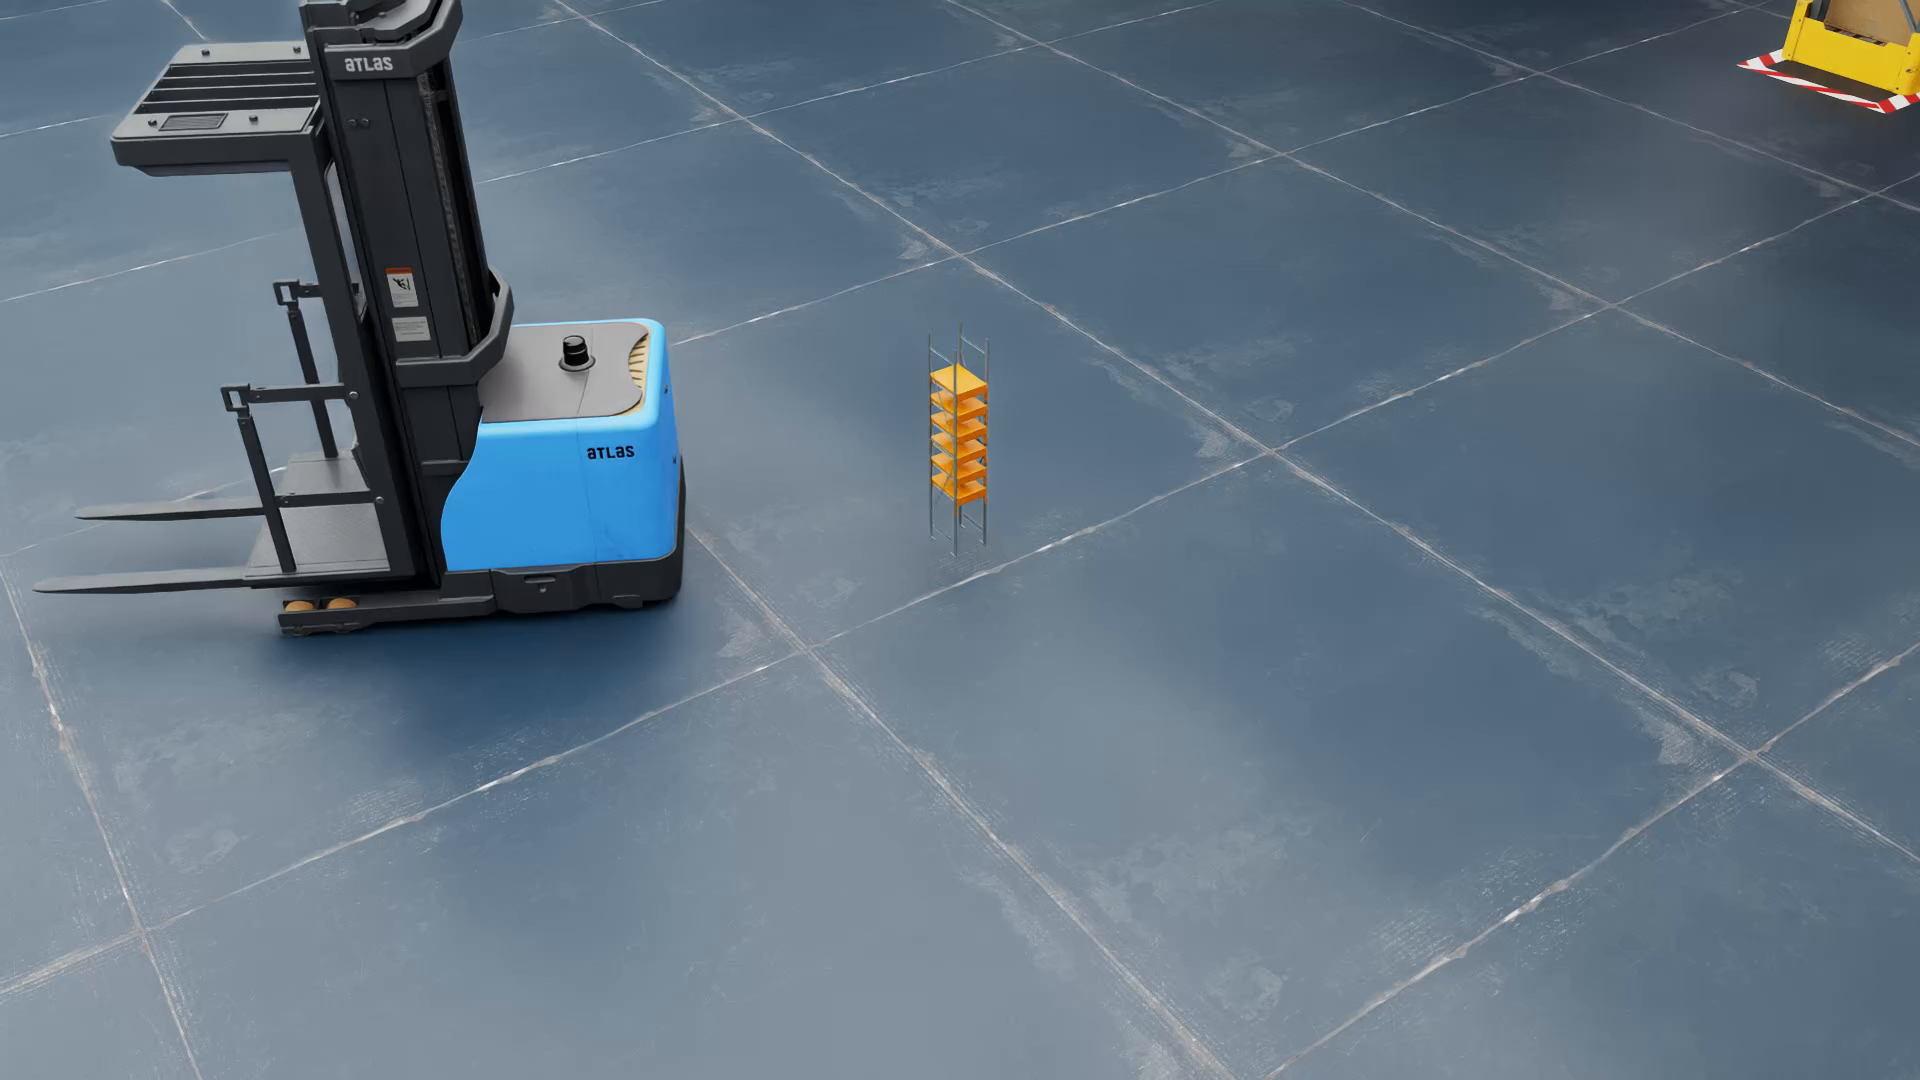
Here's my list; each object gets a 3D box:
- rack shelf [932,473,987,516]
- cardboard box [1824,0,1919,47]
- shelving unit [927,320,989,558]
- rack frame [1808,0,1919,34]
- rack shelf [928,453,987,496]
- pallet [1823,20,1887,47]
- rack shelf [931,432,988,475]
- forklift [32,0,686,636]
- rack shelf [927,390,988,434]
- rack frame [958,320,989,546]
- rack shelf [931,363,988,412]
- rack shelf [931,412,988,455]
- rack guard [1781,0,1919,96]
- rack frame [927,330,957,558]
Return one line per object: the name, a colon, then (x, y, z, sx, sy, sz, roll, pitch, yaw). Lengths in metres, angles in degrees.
rack shelf: (-0.012, -0.251, 8.372, 0.180, 0.103, 0.258, -22, 41, -28)
cardboard box: (8.086, -4.754, 14.065, 0.875, 0.875, 0.875, -22, 41, -28)
shelving unit: (-0.012, -0.482, 8.206, 0.189, 1.200, 0.258, -22, 41, -28)
rack frame: (7.570, -5.187, 13.206, 0.127, 3.000, 1.000, -22, 41, -28)
rack shelf: (-0.012, -0.349, 8.302, 0.180, 0.103, 0.258, -22, 41, -28)
pallet: (8.179, -4.361, 14.446, 1.213, 0.211, 1.003, -22, 41, -28)
rack shelf: (-0.012, -0.446, 8.232, 0.180, 0.103, 0.258, -22, 41, -28)
forklift: (-2.914, -1.059, 7.526, 3.031, 2.935, 1.130, -4, 36, -5)
rack shelf: (-0.012, -0.641, 8.092, 0.180, 0.103, 0.258, -22, 41, -28)
rack frame: (0.063, -0.513, 8.249, 0.006, 1.200, 0.240, -22, 41, -28)
rack shelf: (-0.012, -0.738, 8.022, 0.180, 0.103, 0.258, -22, 41, -28)
rack shelf: (-0.012, -0.544, 8.162, 0.180, 0.103, 0.258, -22, 41, -28)
rack guard: (7.550, -4.164, 13.925, 0.348, 0.500, 1.175, -22, 41, -28)
rack frame: (-0.087, -0.451, 8.163, 0.006, 1.200, 0.240, -22, 41, -28)
